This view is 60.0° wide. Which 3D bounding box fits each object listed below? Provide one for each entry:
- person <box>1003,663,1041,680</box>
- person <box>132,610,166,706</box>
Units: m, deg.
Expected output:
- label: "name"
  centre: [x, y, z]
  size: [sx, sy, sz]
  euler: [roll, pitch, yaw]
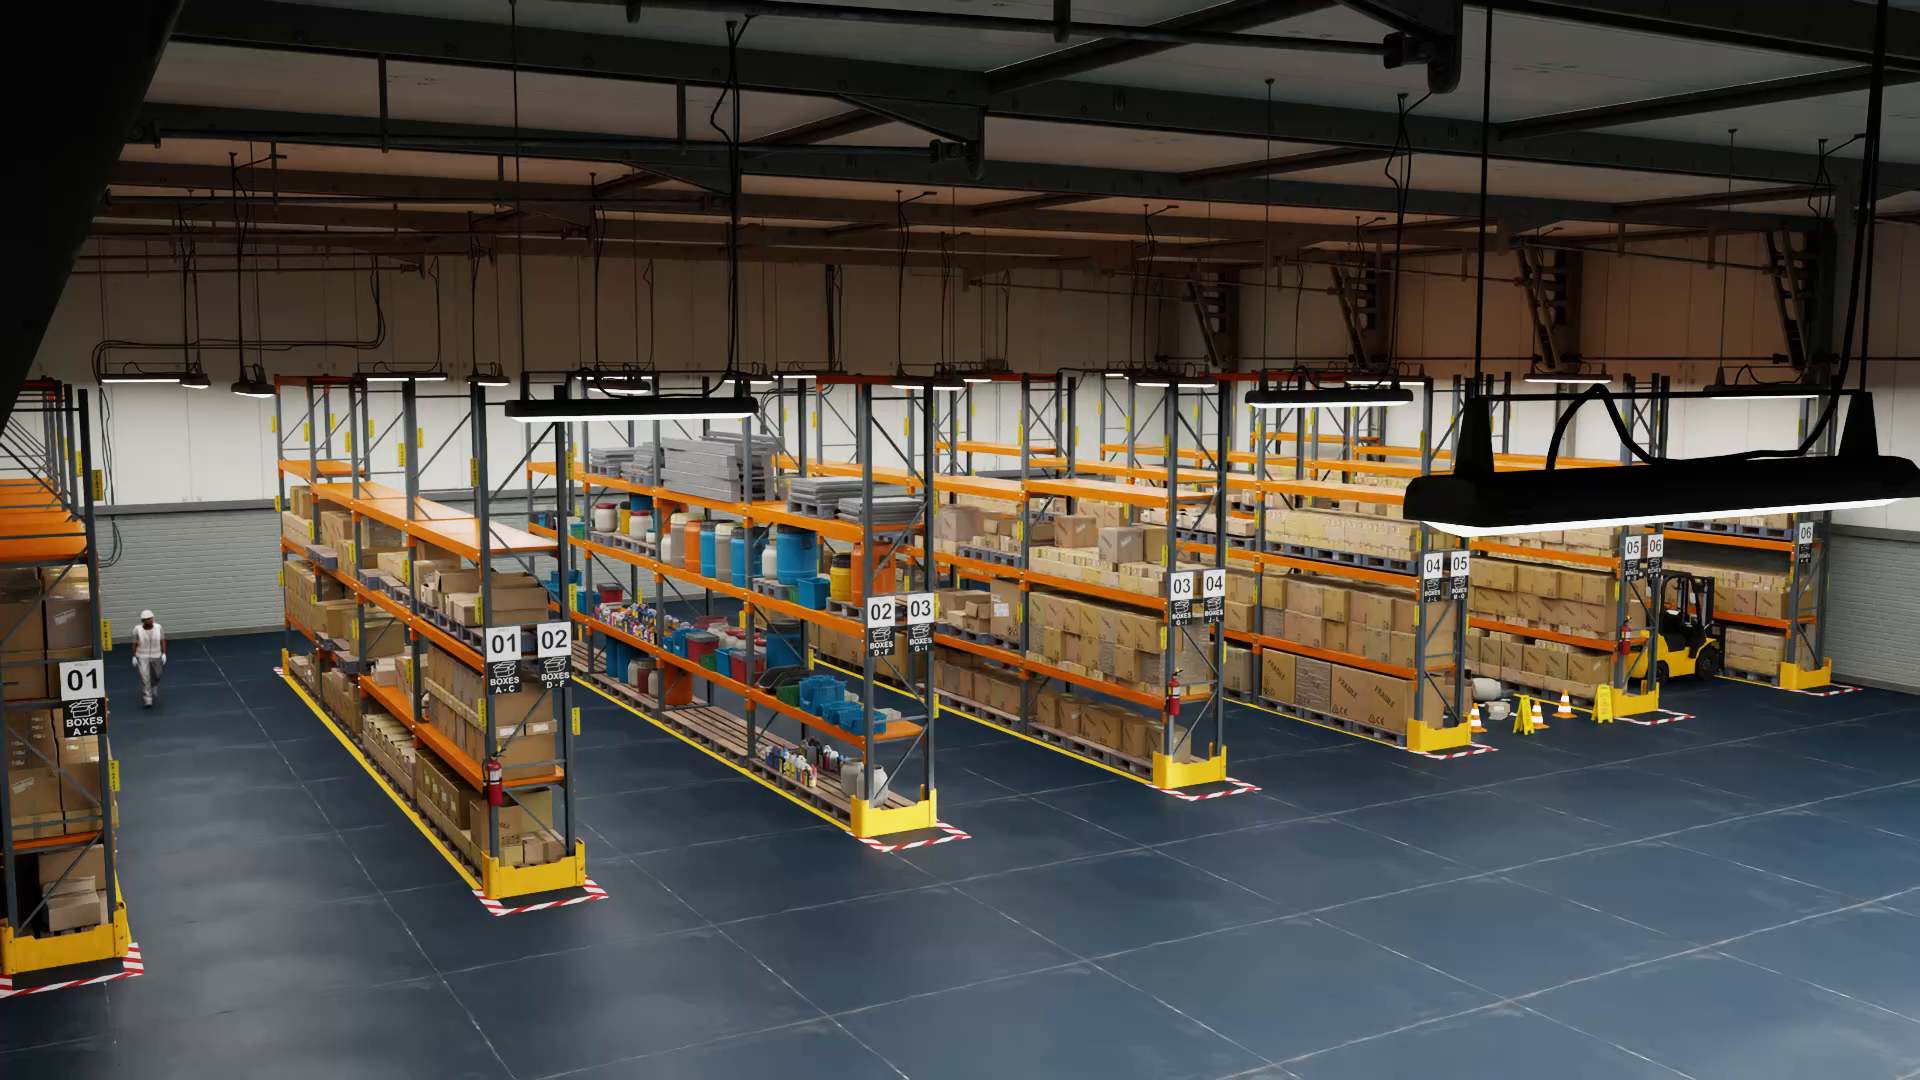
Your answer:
- label: "person"
  centre: [1.231, 1.935, 32.157]
  size: [0.573, 1.737, 1.071]
  euler: [-5, 8, -39]
- label: "person"
  centre: [-14.876, 2.116, 30.500]
  size: [0.571, 1.713, 0.956]
  euler: [-4, 7, -33]
